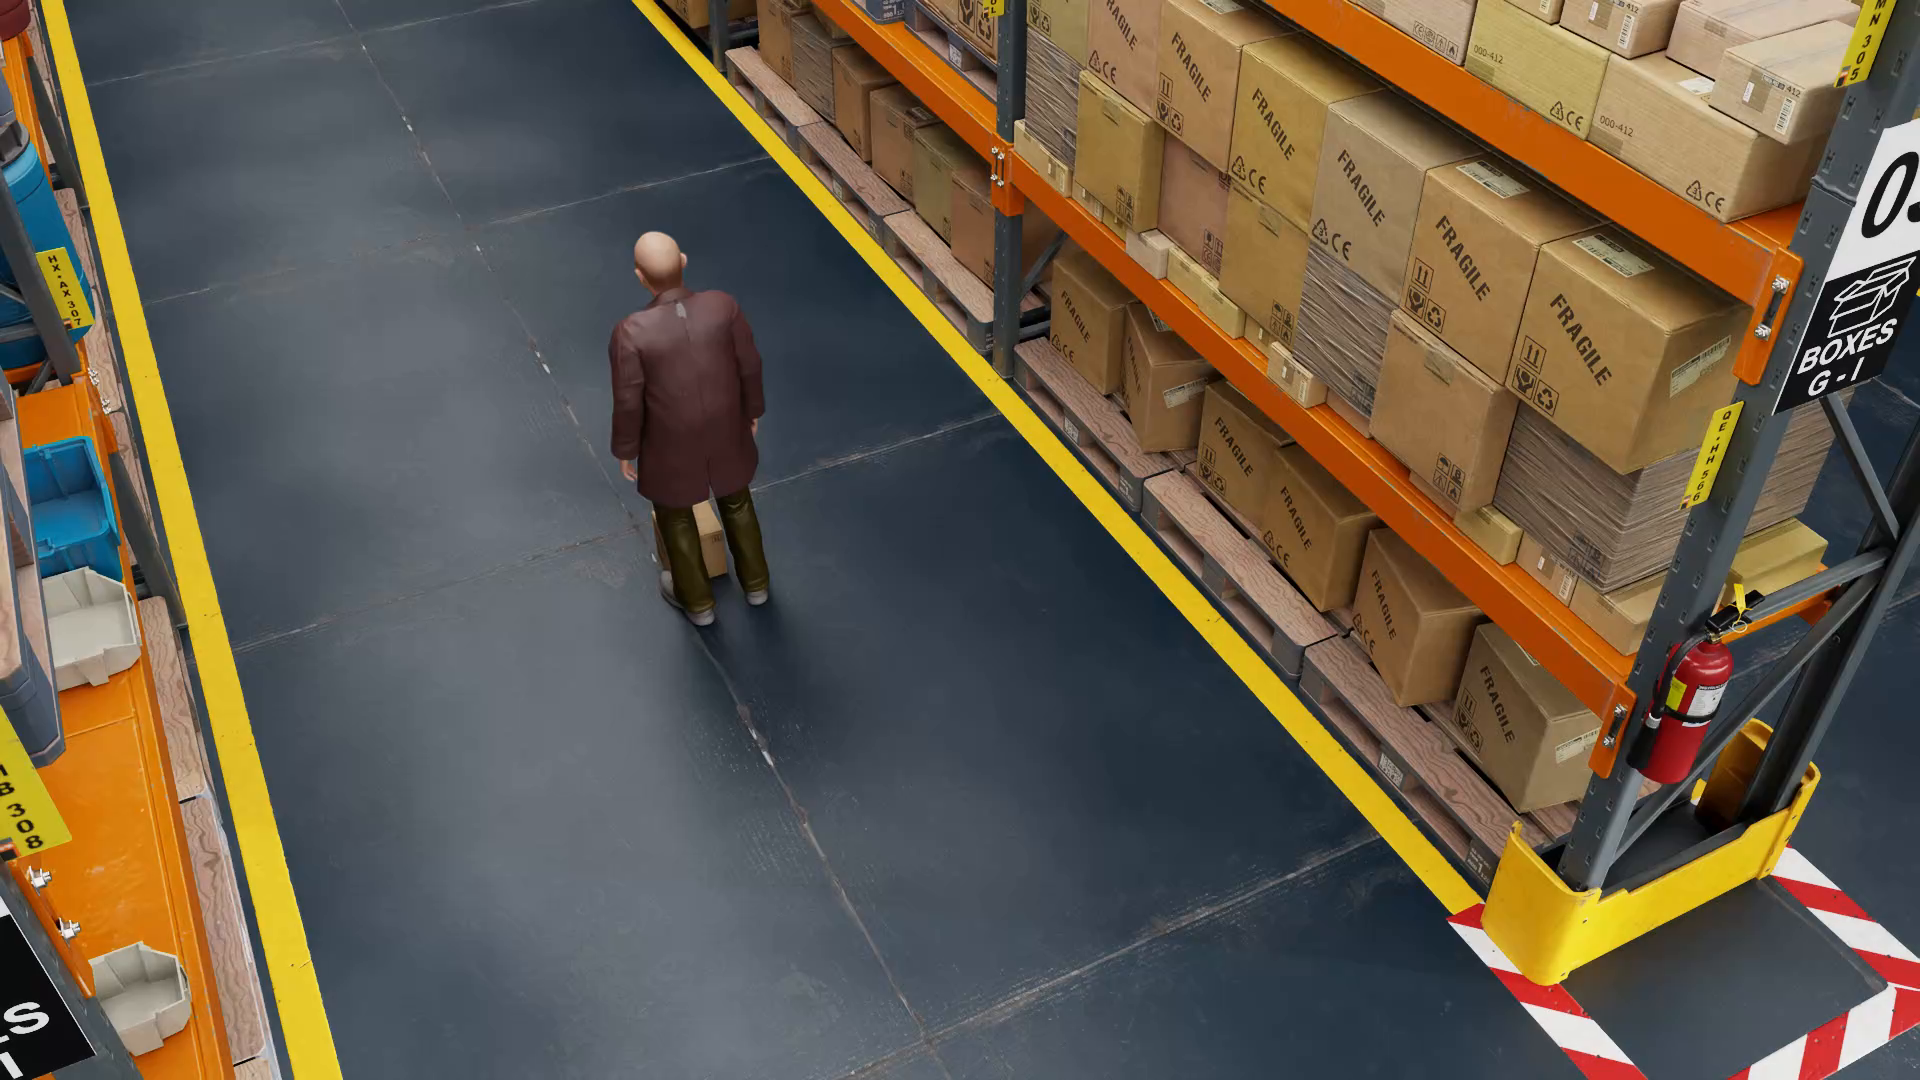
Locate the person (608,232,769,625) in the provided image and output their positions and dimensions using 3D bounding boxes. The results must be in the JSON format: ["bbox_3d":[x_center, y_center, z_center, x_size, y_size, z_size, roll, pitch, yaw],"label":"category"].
[{"bbox_3d":[-1.076,-0.423,6.660,0.654,1.774,0.415,-20,44,-21],"label":"person"}]
